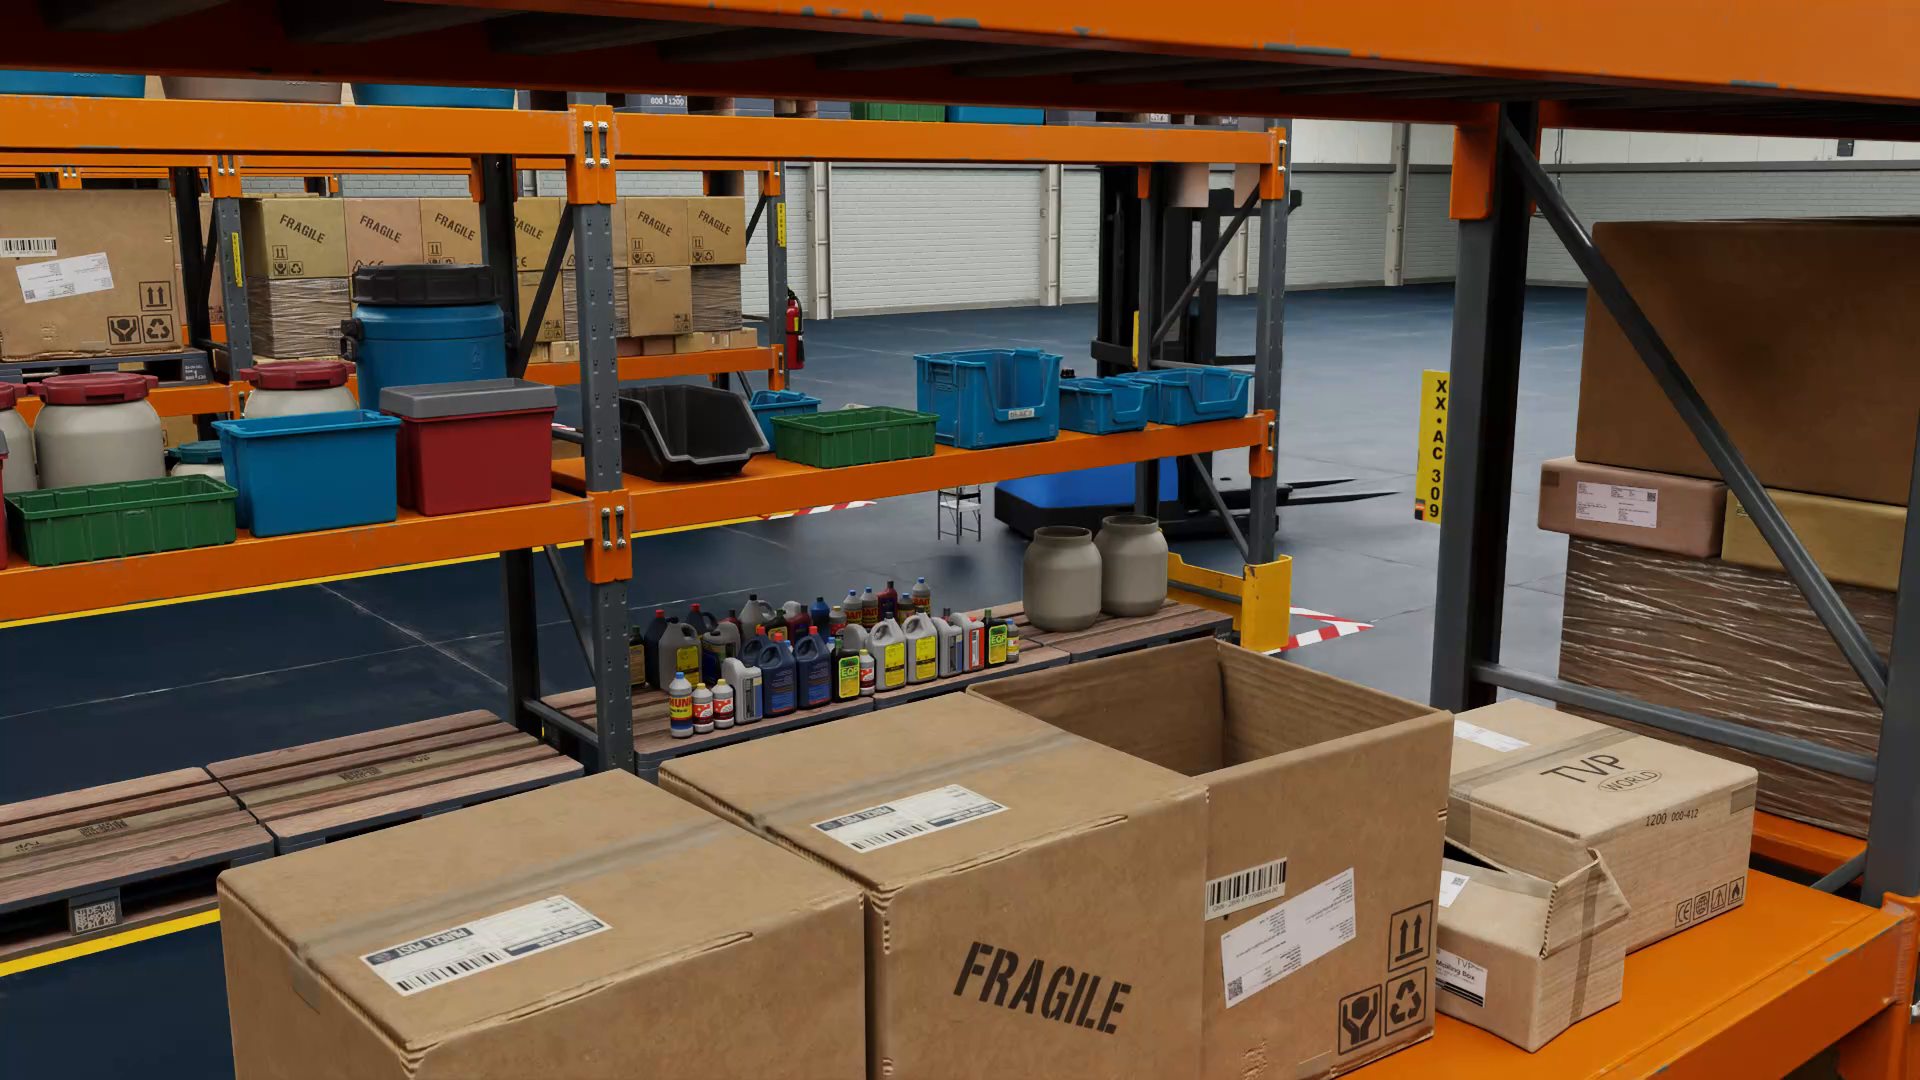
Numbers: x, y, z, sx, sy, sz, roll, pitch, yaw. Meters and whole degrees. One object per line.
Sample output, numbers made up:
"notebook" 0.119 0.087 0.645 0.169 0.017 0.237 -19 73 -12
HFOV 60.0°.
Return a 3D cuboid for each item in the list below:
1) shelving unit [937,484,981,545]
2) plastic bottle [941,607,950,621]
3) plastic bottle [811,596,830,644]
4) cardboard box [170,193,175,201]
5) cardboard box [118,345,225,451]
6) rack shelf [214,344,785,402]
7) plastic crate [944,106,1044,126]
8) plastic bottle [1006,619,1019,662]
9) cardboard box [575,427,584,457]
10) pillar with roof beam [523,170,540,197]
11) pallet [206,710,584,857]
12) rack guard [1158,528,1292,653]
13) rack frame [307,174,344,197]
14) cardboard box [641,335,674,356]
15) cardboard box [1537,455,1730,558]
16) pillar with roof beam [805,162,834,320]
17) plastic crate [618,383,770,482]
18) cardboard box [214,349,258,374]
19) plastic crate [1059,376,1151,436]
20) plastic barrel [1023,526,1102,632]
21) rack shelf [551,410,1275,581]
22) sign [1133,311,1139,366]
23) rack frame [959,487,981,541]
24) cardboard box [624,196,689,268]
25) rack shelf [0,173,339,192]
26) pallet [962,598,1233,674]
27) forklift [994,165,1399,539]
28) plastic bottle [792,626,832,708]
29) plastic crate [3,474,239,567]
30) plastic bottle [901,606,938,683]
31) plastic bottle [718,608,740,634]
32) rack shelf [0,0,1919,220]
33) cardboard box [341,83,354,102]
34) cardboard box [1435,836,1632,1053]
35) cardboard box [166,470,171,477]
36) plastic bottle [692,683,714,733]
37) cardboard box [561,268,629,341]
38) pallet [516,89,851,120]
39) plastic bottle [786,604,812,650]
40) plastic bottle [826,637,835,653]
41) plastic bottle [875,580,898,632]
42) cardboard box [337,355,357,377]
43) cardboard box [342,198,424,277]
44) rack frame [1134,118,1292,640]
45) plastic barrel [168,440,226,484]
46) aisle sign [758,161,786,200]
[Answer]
"shelving unit" -0.006 -0.439 12.030 0.210 0.900 0.258 -9 15 -38
"plastic bottle" -0.036 0.466 8.195 0.133 0.283 0.061 -9 15 -38
"plastic bottle" -0.709 0.420 8.441 0.097 0.271 0.097 0 12 0
"cardboard box" -9.352 -3.771 19.304 0.500 0.500 0.700 -10 15 -38
"cardboard box" -7.297 -1.307 15.165 0.875 0.875 0.875 -9 15 -37
"rack shelf" -3.251 -1.160 12.103 4.000 0.370 1.077 -9 15 -38
"plastic crate" 0.104 -2.132 7.762 0.575 0.384 0.392 -9 15 -38
"plastic bottle" 0.245 0.495 8.255 0.097 0.201 0.097 0 12 0
"cardboard box" -2.632 -0.593 12.706 0.500 0.500 0.500 -5 13 -23
"pillar with roof beam" -4.716 -7.254 24.627 0.400 9.000 9.100 -9 15 -38
"pallet" -2.307 1.023 6.803 1.213 0.211 1.003 -9 15 -38
"rack guard" 1.375 0.272 9.645 0.348 0.500 1.175 -9 15 -38
"rack frame" -7.880 -3.379 20.820 0.127 3.000 1.000 -9 15 -38
"cardboard box" -2.346 -1.475 12.460 0.250 0.149 0.380 -9 15 -38
"cardboard box" 1.452 -0.082 3.489 0.250 0.149 0.380 -9 15 -38
"pillar with roof beam" -0.030 -8.033 28.294 0.400 9.000 9.100 -9 15 -38
"plastic crate" -1.230 -0.466 7.252 0.504 0.338 0.767 -9 15 -38
"cardboard box" -4.828 -1.205 11.188 0.250 0.149 0.380 -9 15 -38
"plastic crate" 0.691 -0.699 8.556 0.408 0.251 0.499 -9 15 -38
"plastic barrel" 0.548 0.206 8.915 0.421 0.512 0.421 0 12 0
"rack shelf" -0.156 -0.357 8.320 4.000 0.370 1.077 -9 15 -38
"sign" 1.065 -1.194 9.862 0.005 0.325 0.100 -9 15 -38
"rack frame" 0.073 -0.452 12.092 0.006 0.900 0.240 -9 15 -38
"cardboard box" -2.351 -2.278 12.271 0.500 0.500 0.500 -9 15 -38
"rack shelf" -9.441 -4.235 19.361 4.000 0.370 1.077 -9 15 -38
"pallet" 0.738 0.518 9.182 1.213 0.211 1.003 -9 15 -38
"forklift" 1.834 -1.547 12.360 3.031 2.935 1.130 -4 13 -18
"plastic bottle" -0.681 0.569 7.544 0.185 0.351 0.144 -10 16 -40
"plastic crate" -2.902 -0.074 5.765 0.662 0.188 0.450 -9 15 -38
"plastic bottle" -0.204 0.490 7.918 0.185 0.351 0.144 -9 15 -35
"plastic bottle" -1.144 0.481 8.122 0.133 0.283 0.061 -8 14 -34
"rack shelf" -0.188 -0.501 1.778 4.000 0.370 1.077 -9 15 -38
"cardboard box" -3.975 -2.911 10.797 0.250 0.149 0.380 -9 15 -37
"cardboard box" 0.802 0.564 2.574 0.258 0.266 0.396 -10 16 -39
"cardboard box" -5.305 -0.169 10.661 0.500 0.500 0.700 -11 16 -42
"plastic bottle" -1.116 0.721 7.190 0.097 0.201 0.097 0 12 0
"cardboard box" -2.868 -1.757 12.224 0.500 0.500 0.875 -9 15 -38
"pallet" -1.216 -1.934 7.247 1.003 0.211 1.213 -9 15 -38
"plastic bottle" -0.797 0.464 8.203 0.133 0.283 0.061 -9 15 -38
"plastic bottle" -0.590 0.583 7.671 0.097 0.271 0.097 0 12 0
"plastic bottle" -0.393 0.356 8.710 0.133 0.283 0.061 -9 15 -37
"cardboard box" -4.075 -1.176 11.051 0.250 0.149 0.380 -9 15 -38
"cardboard box" -3.913 -2.018 11.049 0.500 0.500 0.500 -9 15 -38
"rack frame" 1.405 -0.968 9.467 0.127 3.000 1.000 -9 15 -38
"plastic barrel" -2.847 -0.235 6.346 0.301 0.262 0.301 0 12 0
"aisle sign" -1.453 -3.003 12.789 0.004 0.787 0.394 -9 15 -38
